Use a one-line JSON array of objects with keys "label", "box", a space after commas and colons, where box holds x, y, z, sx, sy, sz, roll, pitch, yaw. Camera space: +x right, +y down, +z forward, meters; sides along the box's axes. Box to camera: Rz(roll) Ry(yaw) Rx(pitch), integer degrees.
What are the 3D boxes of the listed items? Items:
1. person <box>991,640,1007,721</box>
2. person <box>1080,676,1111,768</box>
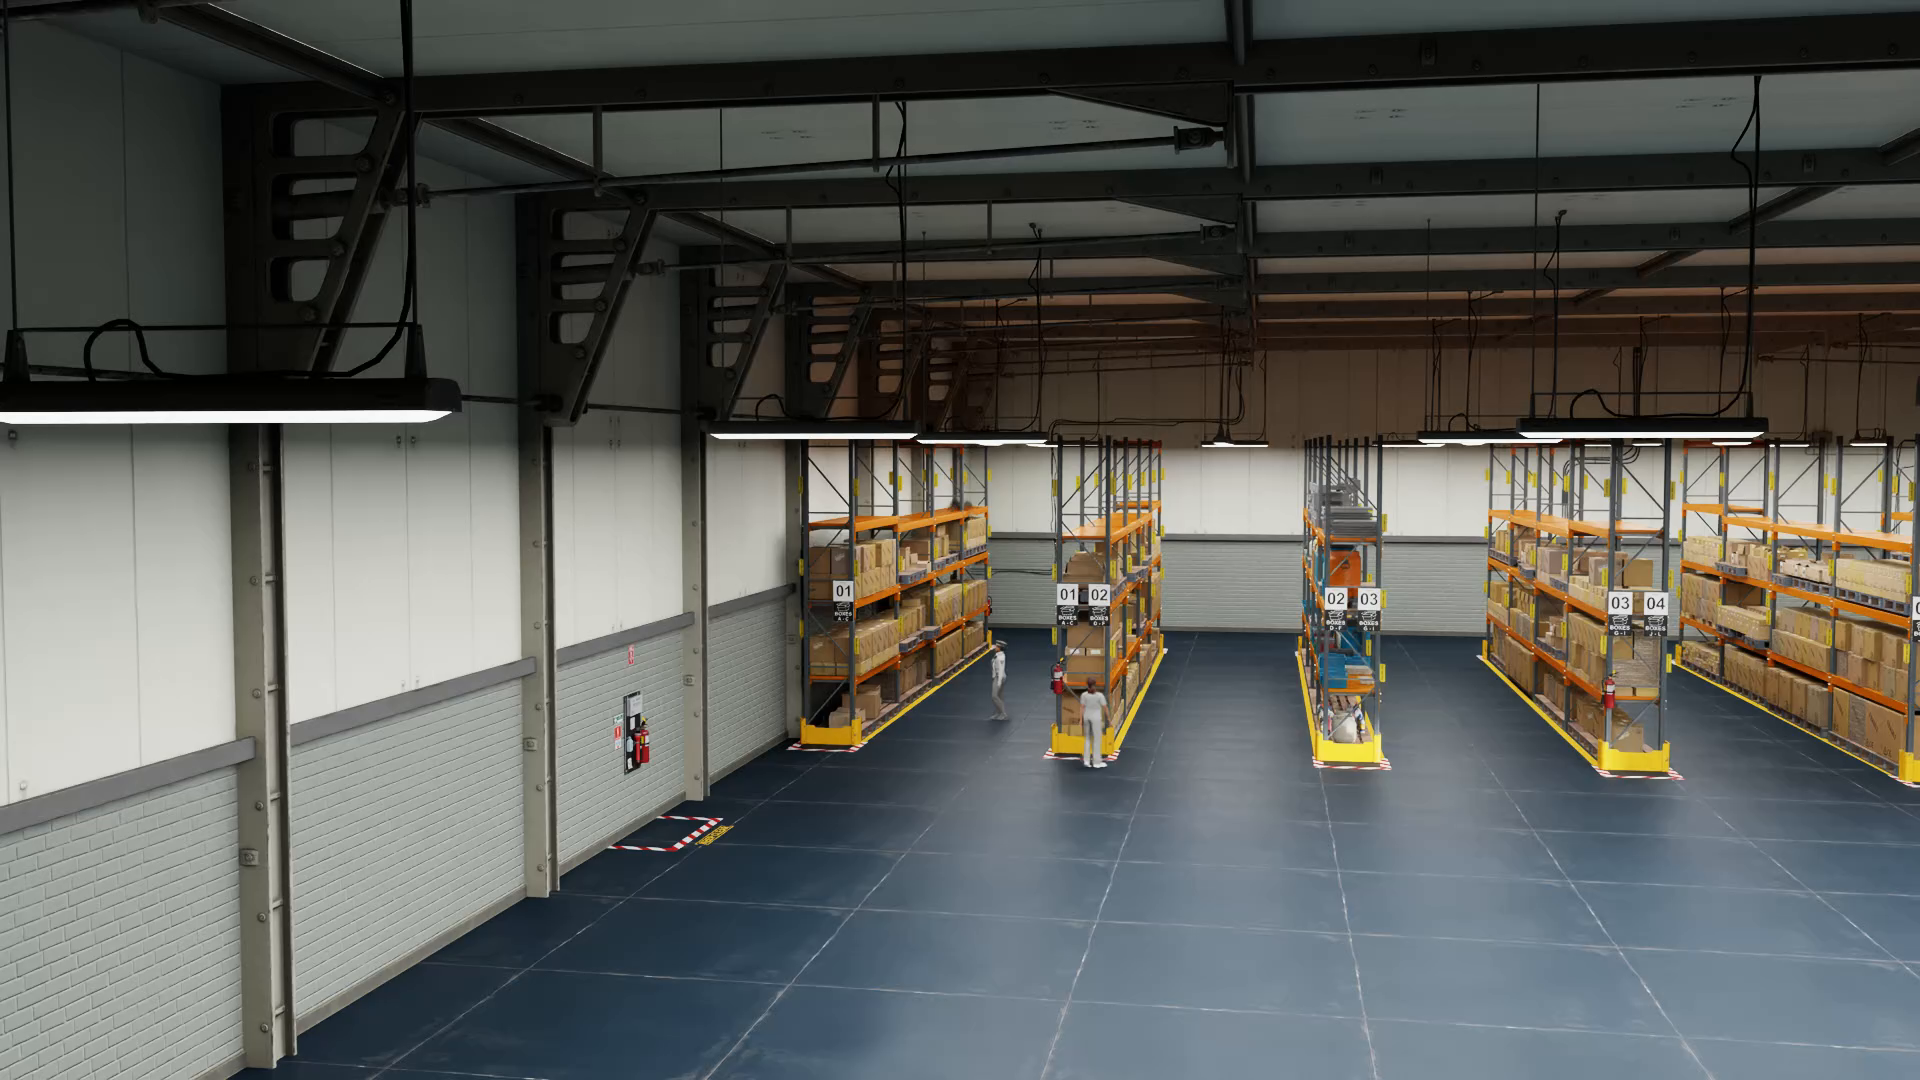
[{"label": "person", "box": [0.818, 2.973, 35.292, 0.343, 1.700, 0.507, 0, 3, -1]}, {"label": "person", "box": [2.422, 3.290, 29.912, 0.491, 1.718, 0.531, 3, 4, 41]}]
